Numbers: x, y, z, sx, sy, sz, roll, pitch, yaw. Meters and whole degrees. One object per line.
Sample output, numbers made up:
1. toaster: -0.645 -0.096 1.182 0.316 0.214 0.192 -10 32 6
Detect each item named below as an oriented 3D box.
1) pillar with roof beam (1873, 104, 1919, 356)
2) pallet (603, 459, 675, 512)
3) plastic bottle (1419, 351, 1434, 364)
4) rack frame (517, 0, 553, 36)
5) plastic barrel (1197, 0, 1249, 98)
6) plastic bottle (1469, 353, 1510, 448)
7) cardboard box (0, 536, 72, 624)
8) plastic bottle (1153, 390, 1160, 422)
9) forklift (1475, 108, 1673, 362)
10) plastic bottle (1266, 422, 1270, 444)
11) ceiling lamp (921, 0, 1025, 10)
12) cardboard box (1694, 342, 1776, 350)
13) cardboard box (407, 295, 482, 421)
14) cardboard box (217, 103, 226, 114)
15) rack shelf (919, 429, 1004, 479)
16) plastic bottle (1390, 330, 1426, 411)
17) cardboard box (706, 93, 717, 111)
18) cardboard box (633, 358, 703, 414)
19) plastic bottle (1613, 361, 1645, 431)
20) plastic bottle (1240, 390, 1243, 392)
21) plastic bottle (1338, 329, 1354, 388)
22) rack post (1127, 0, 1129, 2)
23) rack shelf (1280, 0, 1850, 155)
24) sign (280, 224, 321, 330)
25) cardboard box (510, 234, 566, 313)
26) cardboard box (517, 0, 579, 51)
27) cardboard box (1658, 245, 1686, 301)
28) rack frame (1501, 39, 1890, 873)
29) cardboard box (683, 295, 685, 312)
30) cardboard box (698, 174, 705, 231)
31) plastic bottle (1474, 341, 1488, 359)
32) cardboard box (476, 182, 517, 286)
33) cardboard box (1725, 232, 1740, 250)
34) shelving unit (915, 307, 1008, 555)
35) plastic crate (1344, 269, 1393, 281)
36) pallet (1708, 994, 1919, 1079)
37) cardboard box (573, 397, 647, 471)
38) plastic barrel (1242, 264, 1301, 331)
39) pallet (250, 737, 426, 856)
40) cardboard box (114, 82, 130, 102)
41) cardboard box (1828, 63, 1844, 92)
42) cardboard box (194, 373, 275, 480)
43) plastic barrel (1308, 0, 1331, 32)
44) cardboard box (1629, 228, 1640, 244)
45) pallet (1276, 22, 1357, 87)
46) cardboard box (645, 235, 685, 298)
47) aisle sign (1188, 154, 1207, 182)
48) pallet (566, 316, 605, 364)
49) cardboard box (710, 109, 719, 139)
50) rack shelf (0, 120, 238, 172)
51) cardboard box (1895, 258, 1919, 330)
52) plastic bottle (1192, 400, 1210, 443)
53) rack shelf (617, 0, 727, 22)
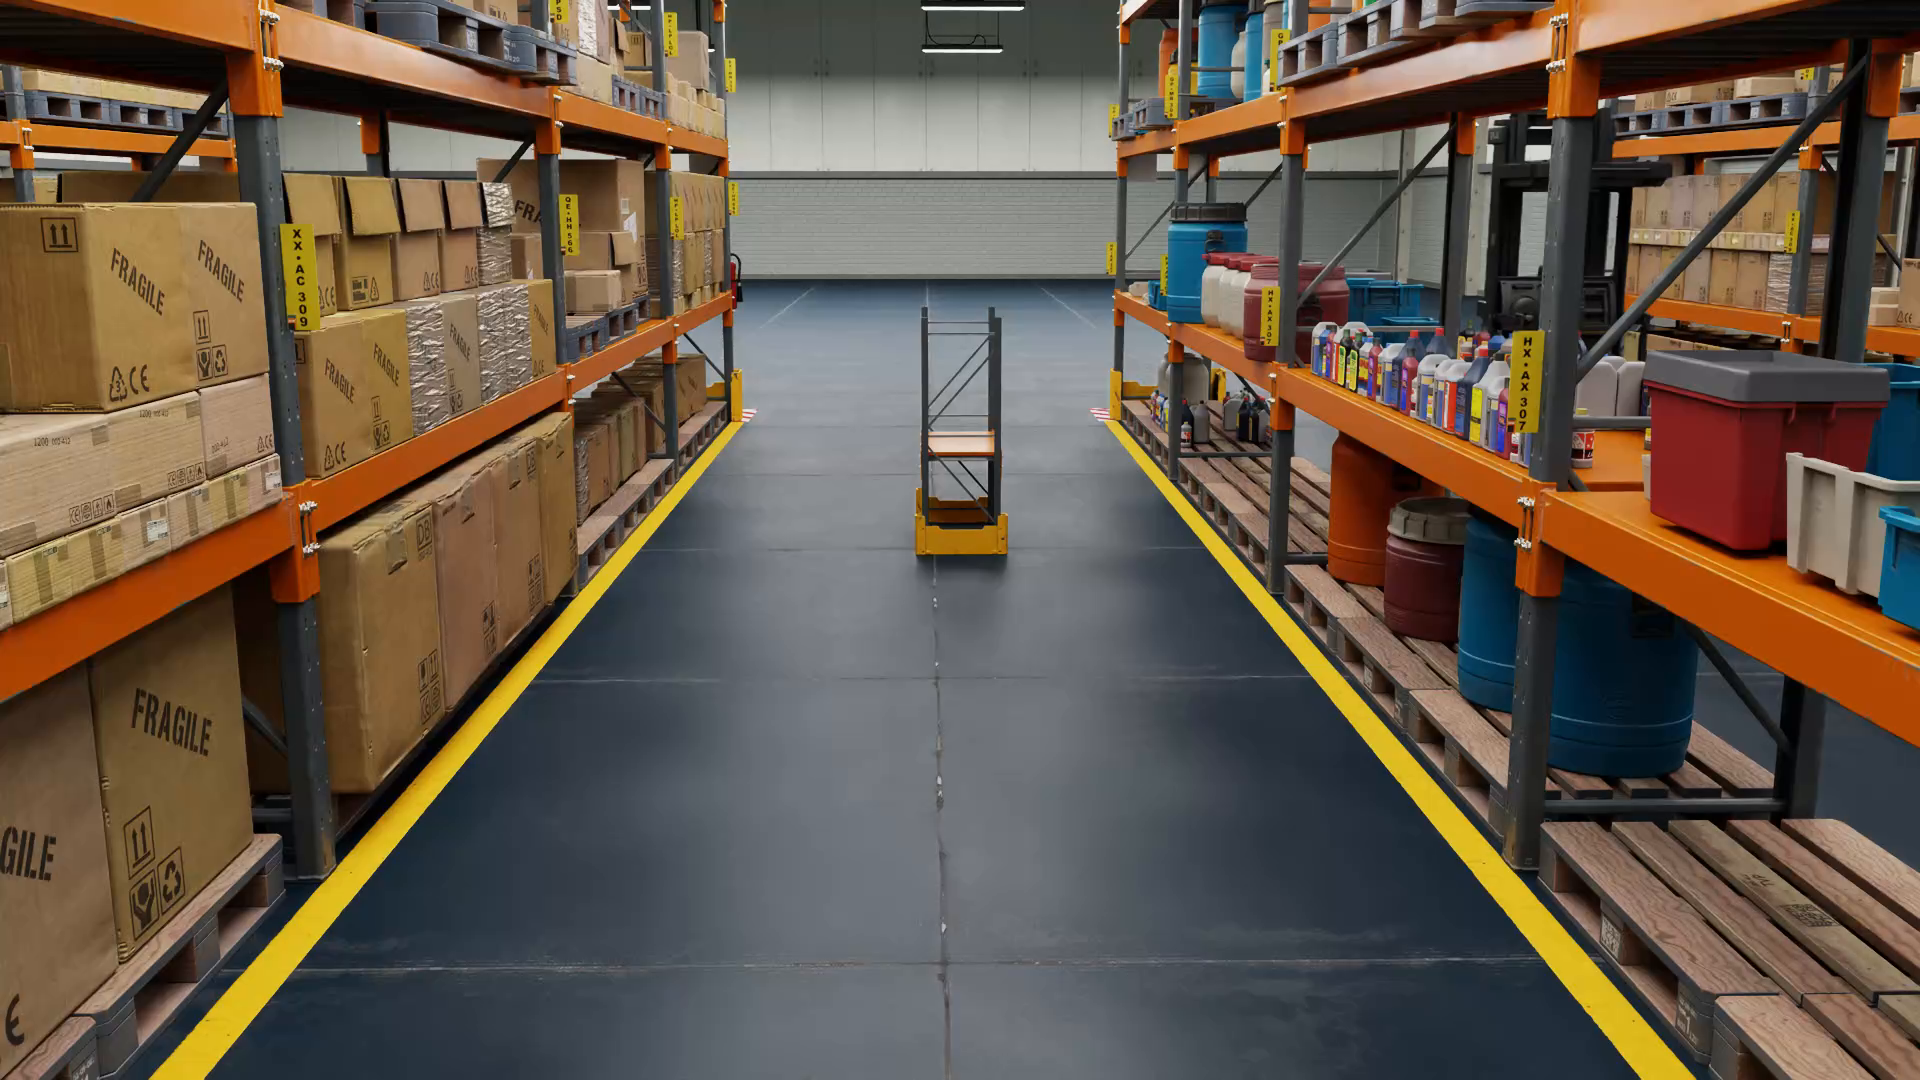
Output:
1. pillar with roof beam: 8.461 -6.775 21.823 9.100 9.000 0.400 0 11 -1
2. pallet: -2.747 -0.418 12.590 1.003 0.211 1.213 0 11 -1
3. plastic bottle: 2.024 -0.679 7.186 0.097 0.271 0.097 0 11 0
4. rack frame: -2.682 -4.085 8.560 1.000 3.000 0.127 0 11 -1
5. plastic barrel: 2.274 -4.080 13.763 0.600 0.901 0.708 0 11 -1
6. plastic bottle: 2.007 -0.527 6.236 0.144 0.351 0.185 0 11 -1
7. cardboard box: -2.238 0.088 3.711 0.380 0.149 0.250 0 11 -2
8. plastic bottle: 1.817 -1.233 15.317 0.061 0.283 0.133 0 11 0
9. forklift: 4.789 -1.904 13.072 1.130 2.935 3.031 -1 11 -3
10. plastic bottle: 2.615 -0.910 13.931 0.097 0.201 0.097 0 11 0
11. ceiling lamp: 0.239 -11.795 31.884 2.000 3.185 0.800 0 11 -1
12. cardboard box: 6.899 -1.495 14.859 0.500 0.500 0.500 0 11 -1
13. cardboard box: -2.396 -0.793 7.172 0.500 0.500 0.500 0 11 0
14. cardboard box: -7.462 -4.272 16.350 0.380 0.149 0.250 0 11 -1
15. rack shelf: -0.002 -0.576 11.029 0.538 0.185 1.000 0 11 -1
16. plastic bottle: 1.984 -0.746 7.315 0.144 0.351 0.185 0 11 -1
17. cardboard box: -2.497 -4.117 15.637 0.380 0.149 0.250 0 11 -1
18. cardboard box: -2.804 -1.473 16.004 0.500 0.500 0.500 3 12 14
19. plastic bottle: 2.705 -0.587 6.718 0.152 0.276 0.135 0 11 -1
20. plastic bottle: 2.602 -1.253 15.417 0.061 0.283 0.133 0 11 0
21. plastic bottle: 1.923 -0.902 8.252 0.061 0.283 0.133 0 11 -1
22. rack post: 1.993 -5.299 15.805 0.937 0.300 0.954 1 12 5
23. rack shelf: 2.311 -1.885 7.070 1.077 0.370 4.000 0 11 -1
24. sign: -2.044 -0.815 5.156 0.100 0.325 0.005 0 11 -1
25. cardboard box: -2.845 -1.617 10.178 0.700 0.500 0.500 1 12 7
26. cardboard box: -2.434 -3.003 9.264 0.500 0.500 0.500 0 11 -1
27. cardboard box: 7.074 -2.528 15.723 0.700 0.500 0.500 0 11 -1
28. rack frame: 2.353 -0.370 5.337 1.000 3.000 0.127 0 11 -1
29. cardboard box: -2.493 -1.960 13.807 0.380 0.149 0.250 0 11 -1
30. cardboard box: -2.563 -3.013 14.852 0.500 0.500 0.500 0 11 -1
31. plastic bottle: 2.694 -0.920 8.549 0.097 0.201 0.097 0 11 0
32. cardboard box: -2.683 -1.540 8.330 0.797 0.503 0.637 0 11 1
33. cardboard box: 6.901 -2.602 14.457 0.380 0.149 0.250 0 11 -1
34. shelving unit: -0.002 -0.750 10.985 0.587 1.500 1.083 0 11 -1
35. plastic crate: 2.543 -1.519 10.840 0.402 0.464 0.583 0 11 -1
36. pallet: 2.435 1.386 3.696 1.003 0.211 1.213 0 11 -1
37. cardboard box: -2.773 -0.808 12.678 0.700 0.500 0.500 -1 12 -6
38. plastic barrel: 2.027 -1.507 10.662 0.421 0.512 0.421 0 11 0
39. pallet: -2.690 0.864 6.269 1.003 0.211 1.213 0 11 -1
40. cardboard box: -7.421 -3.868 14.361 0.380 0.149 0.250 0 11 -1
41. cardboard box: 7.393 -3.874 13.408 0.500 0.500 0.500 1 11 4
42. cardboard box: -2.328 -0.335 4.795 0.500 0.250 0.500 0 11 -2
43. plastic barrel: 2.457 -3.140 10.366 0.600 0.830 0.708 0 11 -1
44. cardboard box: 6.858 -3.010 16.470 0.380 0.149 0.250 -1 11 -3
45. pallet: 2.188 -2.390 8.226 1.003 0.211 1.213 0 11 -1
46. cardboard box: -2.712 -2.224 13.478 0.875 0.500 0.500 0 11 -1
47. aisle sign: 2.400 -4.045 16.913 0.394 0.787 0.004 0 11 -1
48. pallet: -2.803 -1.192 9.871 1.213 0.211 1.003 0 11 -1
49. cardboard box: -2.570 -3.937 15.755 0.500 0.250 0.500 0 11 -1
50. rack shelf: -7.767 -3.454 14.807 1.077 0.370 4.000 0 11 -1
51. cardboard box: 7.150 -1.771 11.994 0.500 0.500 0.500 1 11 3
52. plastic bottle: 2.030 -1.005 14.024 0.144 0.351 0.185 0 11 -1
53. rack shelf: -2.806 -4.923 14.511 1.077 0.370 4.000 0 11 -1
